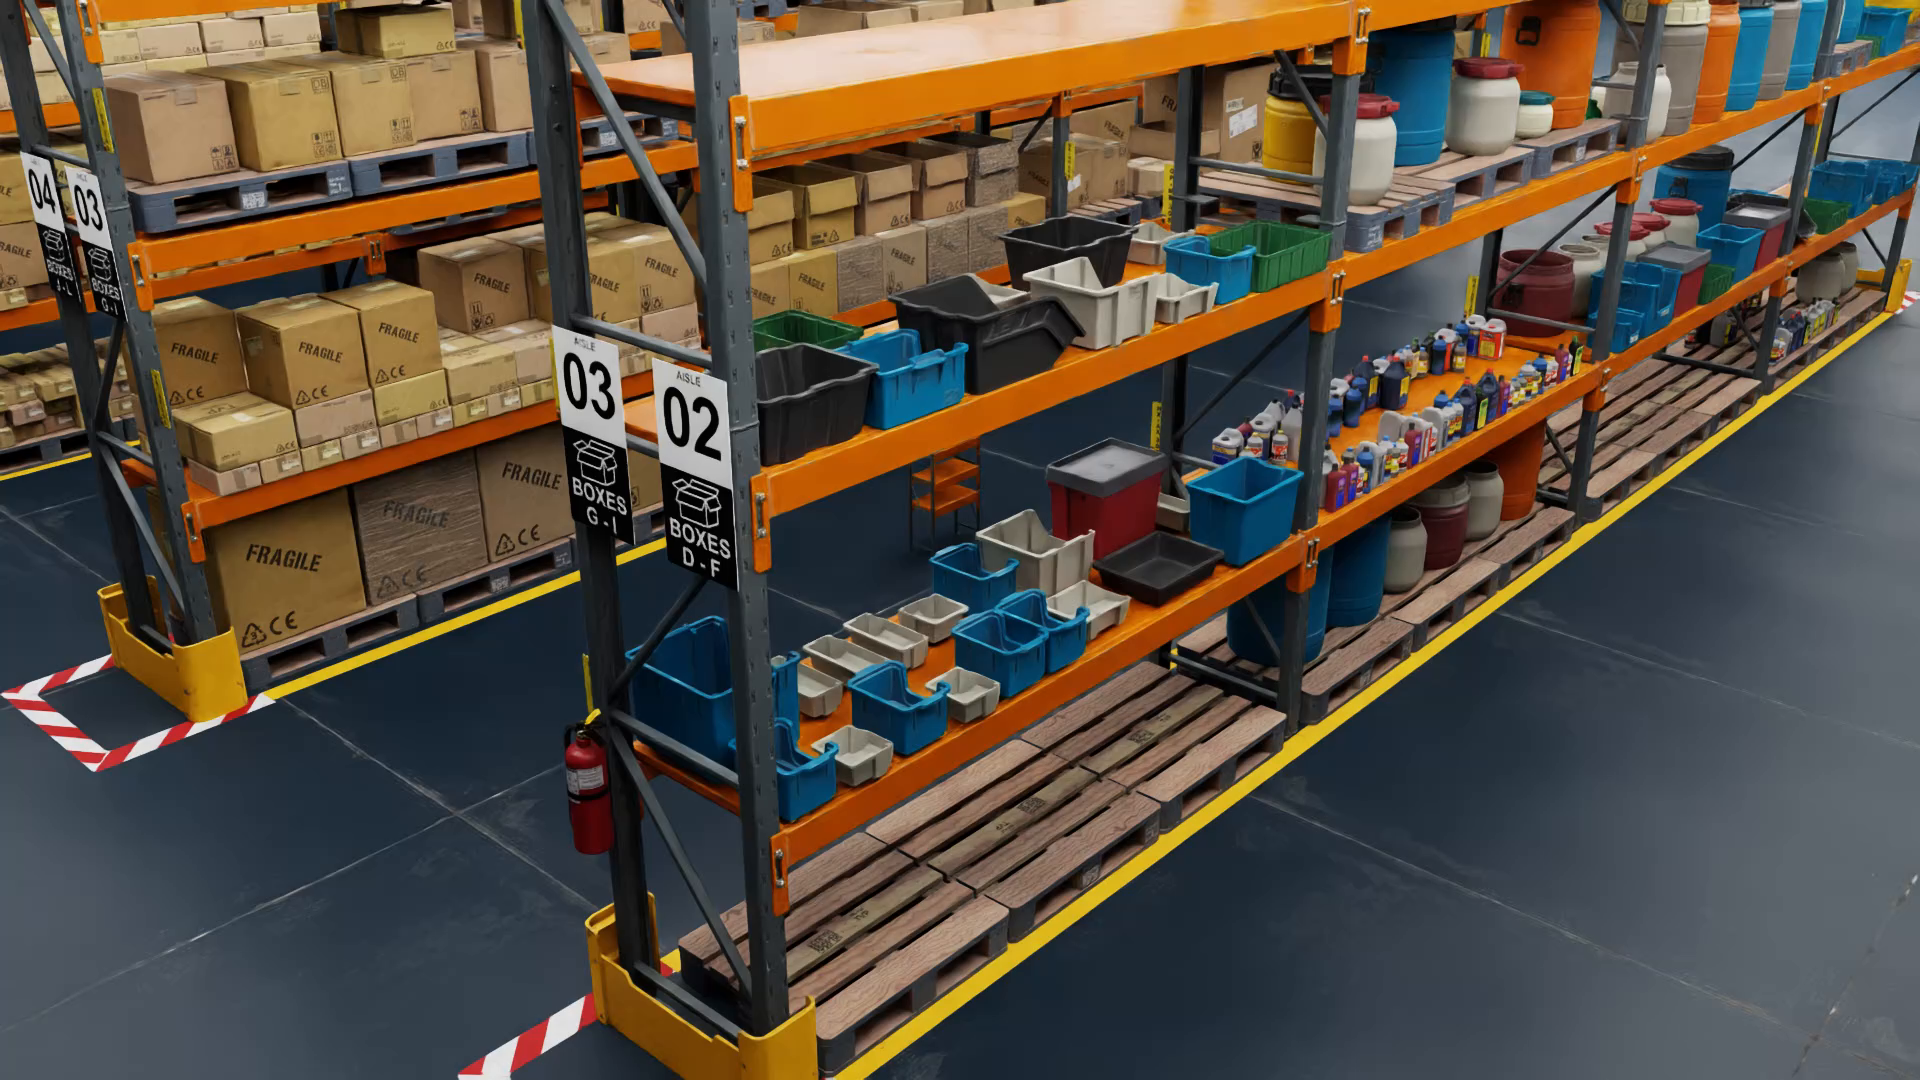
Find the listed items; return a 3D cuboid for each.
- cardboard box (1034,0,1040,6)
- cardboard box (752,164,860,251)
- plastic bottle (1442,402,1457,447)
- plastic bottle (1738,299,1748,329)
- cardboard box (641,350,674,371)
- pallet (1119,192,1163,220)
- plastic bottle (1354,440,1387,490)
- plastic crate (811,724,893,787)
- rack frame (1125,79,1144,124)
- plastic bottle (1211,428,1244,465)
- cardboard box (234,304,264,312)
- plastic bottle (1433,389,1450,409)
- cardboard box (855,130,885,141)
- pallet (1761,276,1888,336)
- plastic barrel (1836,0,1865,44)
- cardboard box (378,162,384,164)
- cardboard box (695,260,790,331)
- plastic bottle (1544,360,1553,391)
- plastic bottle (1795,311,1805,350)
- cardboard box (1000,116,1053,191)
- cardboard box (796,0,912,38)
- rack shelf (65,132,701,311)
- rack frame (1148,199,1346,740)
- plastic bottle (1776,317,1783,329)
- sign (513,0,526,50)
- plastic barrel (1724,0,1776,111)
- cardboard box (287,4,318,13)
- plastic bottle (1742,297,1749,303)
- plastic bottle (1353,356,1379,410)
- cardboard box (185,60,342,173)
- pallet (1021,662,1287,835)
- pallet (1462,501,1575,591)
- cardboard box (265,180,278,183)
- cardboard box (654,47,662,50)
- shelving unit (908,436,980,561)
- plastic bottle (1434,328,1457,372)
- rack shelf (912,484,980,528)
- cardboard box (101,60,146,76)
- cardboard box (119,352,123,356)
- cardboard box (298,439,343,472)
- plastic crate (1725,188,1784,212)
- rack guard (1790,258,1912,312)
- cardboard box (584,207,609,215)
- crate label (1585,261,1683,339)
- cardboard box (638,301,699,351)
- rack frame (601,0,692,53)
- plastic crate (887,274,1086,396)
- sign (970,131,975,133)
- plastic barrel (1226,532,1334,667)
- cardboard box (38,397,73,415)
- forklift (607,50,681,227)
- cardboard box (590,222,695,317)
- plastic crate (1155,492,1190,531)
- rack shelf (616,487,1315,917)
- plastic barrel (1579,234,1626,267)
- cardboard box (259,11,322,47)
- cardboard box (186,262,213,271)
[{"bbox_3d":[0.674,-4.791,14.840,0.500,0.500,0.500,21,32,39],"label":"cardboard box"},{"bbox_3d":[-1.241,-2.622,13.055,0.797,0.503,0.637,21,31,38],"label":"cardboard box"},{"bbox_3d":[3.024,-0.723,10.324,0.097,0.271,0.097,0,24,0],"label":"plastic bottle"},{"bbox_3d":[7.650,-2.214,16.274,0.061,0.283,0.133,20,31,38],"label":"plastic bottle"},{"bbox_3d":[-2.259,-1.340,11.851,0.380,0.149,0.250,21,32,38],"label":"cardboard box"},{"bbox_3d":[1.832,-3.461,16.509,1.003,0.211,1.213,20,31,38],"label":"pallet"},{"bbox_3d":[2.397,-0.455,9.722,0.152,0.276,0.135,20,31,38],"label":"plastic bottle"},{"bbox_3d":[-0.423,0.888,6.824,0.250,0.136,0.298,20,31,38],"label":"plastic crate"},{"bbox_3d":[2.255,-6.757,23.626,1.000,3.000,0.127,20,31,38],"label":"rack frame"},{"bbox_3d":[1.583,-0.515,9.856,0.152,0.276,0.135,20,31,38],"label":"plastic bottle"},{"bbox_3d":[-6.498,-2.057,15.386,0.380,0.149,0.250,20,31,37],"label":"cardboard box"},{"bbox_3d":[3.046,-0.821,10.544,0.097,0.271,0.097,0,24,0],"label":"plastic bottle"},{"bbox_3d":[-1.238,-5.044,19.683,0.500,0.500,0.500,21,31,38],"label":"cardboard box"},{"bbox_3d":[9.008,-2.465,17.461,1.003,0.211,1.213,20,31,38],"label":"pallet"},{"bbox_3d":[7.644,-4.864,14.611,0.600,0.901,0.708,20,31,38],"label":"plastic barrel"},{"bbox_3d":[-5.149,-3.444,15.303,0.380,0.149,0.250,22,32,40],"label":"cardboard box"},{"bbox_3d":[-1.635,-1.834,12.522,0.500,0.500,0.500,20,31,38],"label":"cardboard box"},{"bbox_3d":[3.968,-1.122,11.300,0.097,0.201,0.097,0,24,0],"label":"plastic bottle"},{"bbox_3d":[7.874,-1.983,15.678,0.144,0.351,0.185,19,30,35],"label":"plastic bottle"},{"bbox_3d":[0.656,-5.209,22.256,0.875,0.875,0.875,20,31,38],"label":"cardboard box"},{"bbox_3d":[-0.806,-3.914,12.978,0.797,0.503,0.637,20,31,37],"label":"cardboard box"},{"bbox_3d":[-3.463,-2.147,10.557,1.077,0.370,4.000,20,31,38],"label":"rack shelf"},{"bbox_3d":[1.561,-0.364,9.366,1.000,3.000,0.127,20,31,38],"label":"rack frame"},{"bbox_3d":[7.640,-1.965,15.637,0.144,0.351,0.185,20,31,38],"label":"plastic bottle"},{"bbox_3d":[-1.529,-1.880,5.810,0.100,0.325,0.005,20,31,38],"label":"sign"},{"bbox_3d":[5.849,-3.786,12.719,0.600,0.901,0.708,20,31,38],"label":"plastic barrel"},{"bbox_3d":[-5.759,-4.641,14.325,0.380,0.149,0.250,18,30,35],"label":"cardboard box"},{"bbox_3d":[7.832,-2.373,16.645,0.097,0.271,0.097,0,24,0],"label":"plastic bottle"},{"bbox_3d":[2.666,-1.046,10.948,0.144,0.351,0.185,20,31,38],"label":"plastic bottle"},{"bbox_3d":[-4.025,-2.460,9.618,0.700,0.500,0.500,19,30,36],"label":"cardboard box"},{"bbox_3d":[1.099,1.143,9.413,1.003,0.211,1.213,20,31,38],"label":"pallet"},{"bbox_3d":[3.735,-0.058,12.093,1.003,0.211,1.213,20,31,38],"label":"pallet"},{"bbox_3d":[-6.214,-2.900,14.537,0.500,0.500,0.500,19,30,36],"label":"cardboard box"},{"bbox_3d":[-4.306,-7.029,23.232,0.500,0.500,0.500,19,31,37],"label":"cardboard box"},{"bbox_3d":[-0.110,-0.497,11.863,0.258,1.200,0.503,20,31,38],"label":"shelving unit"},{"bbox_3d":[3.392,-1.341,11.698,0.152,0.276,0.135,20,31,38],"label":"plastic bottle"},{"bbox_3d":[-0.110,-0.254,11.972,0.258,0.148,0.480,20,31,38],"label":"rack shelf"},{"bbox_3d":[-6.892,-3.724,13.377,0.500,0.250,0.500,20,31,37],"label":"cardboard box"},{"bbox_3d":[-6.957,-1.518,14.184,0.380,0.149,0.250,21,31,38],"label":"cardboard box"},{"bbox_3d":[-3.974,-0.557,10.105,0.380,0.149,0.250,19,31,36],"label":"cardboard box"},{"bbox_3d":[7.436,-3.144,15.750,0.499,0.251,0.616,20,31,38],"label":"plastic crate"},{"bbox_3d":[9.554,-2.843,17.951,1.175,0.500,0.348,20,31,38],"label":"rack guard"},{"bbox_3d":[-4.063,-3.415,17.796,0.500,0.250,0.500,20,31,37],"label":"cardboard box"},{"bbox_3d":[5.095,-1.827,12.587,0.502,0.435,0.616,20,31,38],"label":"crate label"},{"bbox_3d":[-2.227,-1.577,11.892,0.500,0.250,0.500,19,31,37],"label":"cardboard box"},{"bbox_3d":[-2.128,-4.453,11.155,1.000,3.000,0.127,20,31,38],"label":"rack frame"},{"bbox_3d":[0.115,-0.876,6.917,0.504,0.338,0.767,20,31,38],"label":"plastic crate"},{"bbox_3d":[0.131,-3.572,15.204,0.100,0.325,0.005,20,31,38],"label":"sign"},{"bbox_3d":[1.936,0.241,10.068,0.600,0.901,0.708,20,31,38],"label":"plastic barrel"},{"bbox_3d":[-7.561,-1.165,13.761,0.380,0.149,0.250,21,31,38],"label":"cardboard box"},{"bbox_3d":[-2.899,-3.226,15.834,1.130,2.935,3.031,-14,28,-29],"label":"forklift"},{"bbox_3d":[-2.236,-1.912,11.723,0.500,0.500,0.500,21,32,39],"label":"cardboard box"},{"bbox_3d":[1.144,-0.168,9.178,0.396,0.136,0.243,20,31,38],"label":"plastic crate"},{"bbox_3d":[0.226,0.574,8.154,1.077,0.370,4.000,20,31,38],"label":"rack shelf"},{"bbox_3d":[5.039,-2.133,13.176,0.421,0.512,0.421,0,24,0],"label":"plastic barrel"},{"bbox_3d":[-5.873,-4.419,14.318,0.500,0.250,0.500,18,30,35],"label":"cardboard box"},{"bbox_3d":[-6.643,-2.436,14.296,0.380,0.149,0.250,20,31,37],"label":"cardboard box"}]
